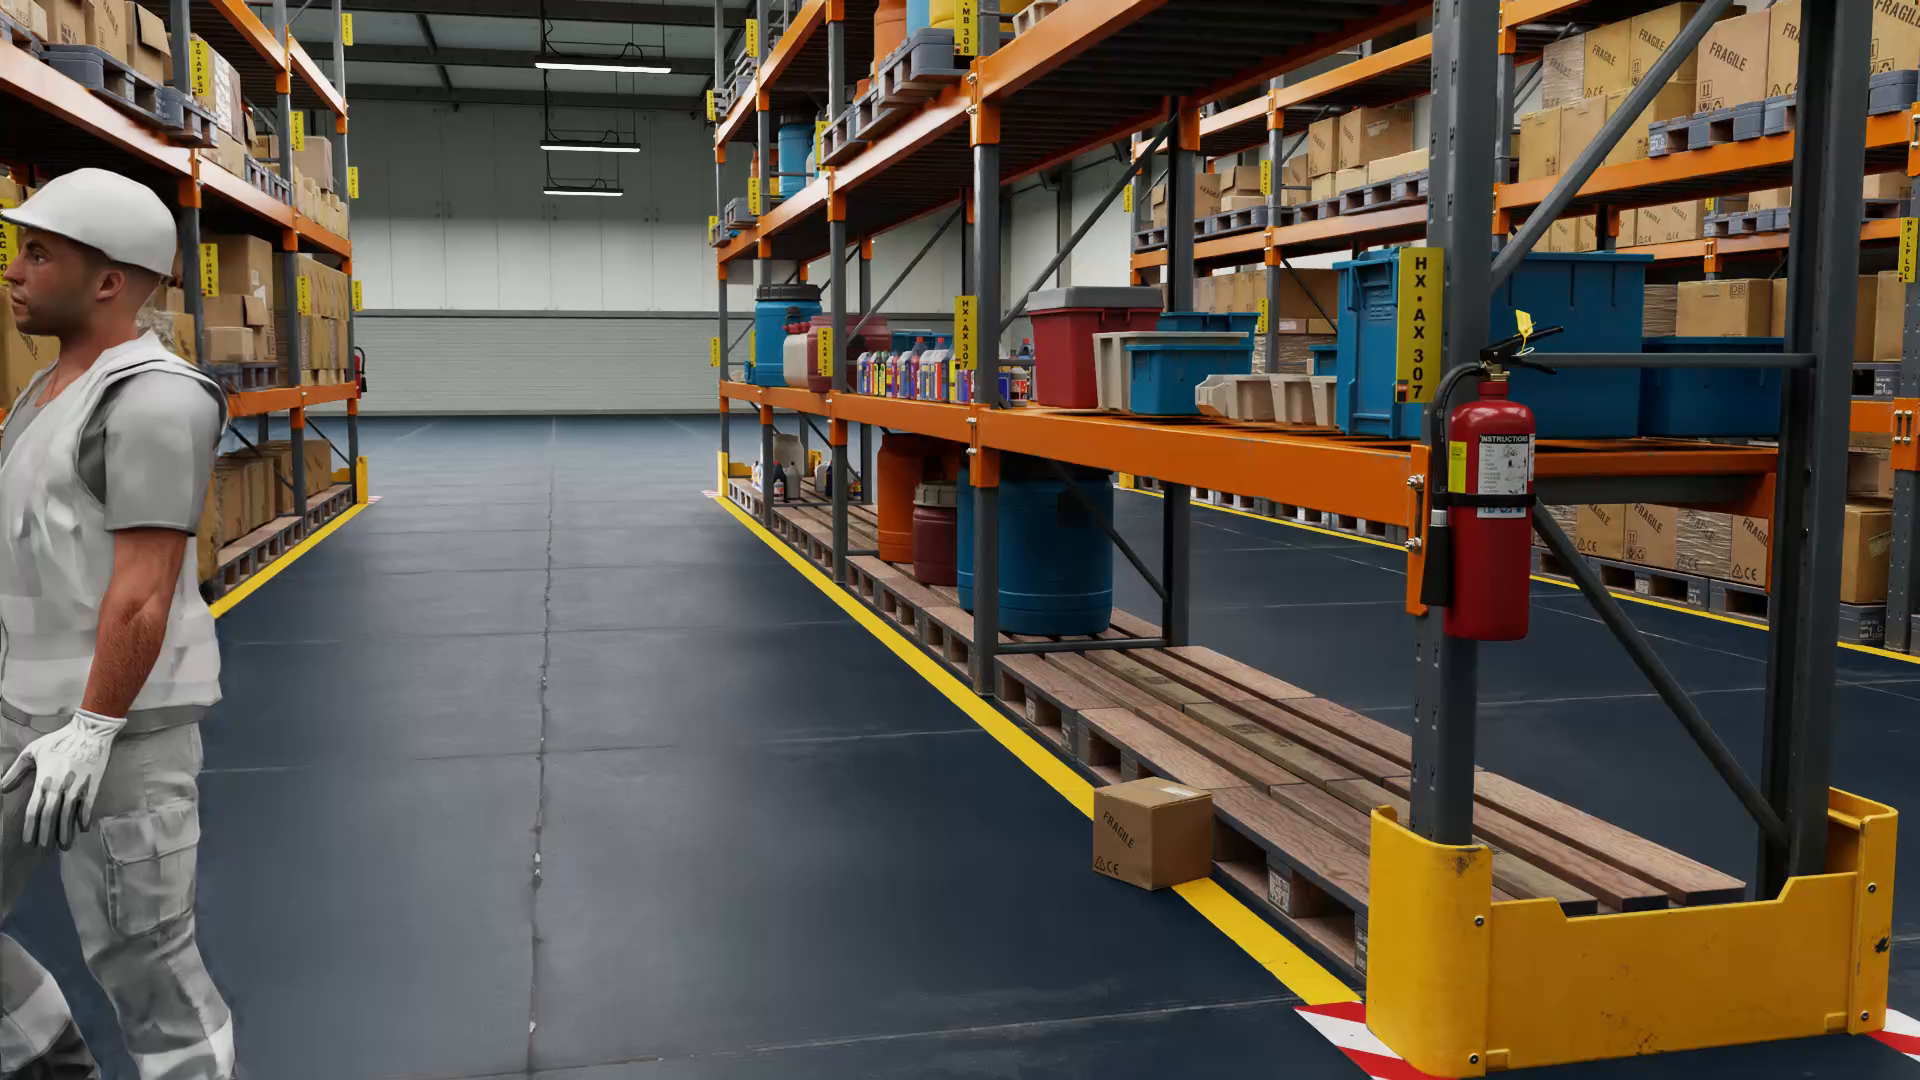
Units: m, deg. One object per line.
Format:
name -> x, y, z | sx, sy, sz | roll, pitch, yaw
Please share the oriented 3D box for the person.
person -> -1.443, 0.313, 2.694 | 0.531, 1.813, 0.468 | 5, 8, 38
